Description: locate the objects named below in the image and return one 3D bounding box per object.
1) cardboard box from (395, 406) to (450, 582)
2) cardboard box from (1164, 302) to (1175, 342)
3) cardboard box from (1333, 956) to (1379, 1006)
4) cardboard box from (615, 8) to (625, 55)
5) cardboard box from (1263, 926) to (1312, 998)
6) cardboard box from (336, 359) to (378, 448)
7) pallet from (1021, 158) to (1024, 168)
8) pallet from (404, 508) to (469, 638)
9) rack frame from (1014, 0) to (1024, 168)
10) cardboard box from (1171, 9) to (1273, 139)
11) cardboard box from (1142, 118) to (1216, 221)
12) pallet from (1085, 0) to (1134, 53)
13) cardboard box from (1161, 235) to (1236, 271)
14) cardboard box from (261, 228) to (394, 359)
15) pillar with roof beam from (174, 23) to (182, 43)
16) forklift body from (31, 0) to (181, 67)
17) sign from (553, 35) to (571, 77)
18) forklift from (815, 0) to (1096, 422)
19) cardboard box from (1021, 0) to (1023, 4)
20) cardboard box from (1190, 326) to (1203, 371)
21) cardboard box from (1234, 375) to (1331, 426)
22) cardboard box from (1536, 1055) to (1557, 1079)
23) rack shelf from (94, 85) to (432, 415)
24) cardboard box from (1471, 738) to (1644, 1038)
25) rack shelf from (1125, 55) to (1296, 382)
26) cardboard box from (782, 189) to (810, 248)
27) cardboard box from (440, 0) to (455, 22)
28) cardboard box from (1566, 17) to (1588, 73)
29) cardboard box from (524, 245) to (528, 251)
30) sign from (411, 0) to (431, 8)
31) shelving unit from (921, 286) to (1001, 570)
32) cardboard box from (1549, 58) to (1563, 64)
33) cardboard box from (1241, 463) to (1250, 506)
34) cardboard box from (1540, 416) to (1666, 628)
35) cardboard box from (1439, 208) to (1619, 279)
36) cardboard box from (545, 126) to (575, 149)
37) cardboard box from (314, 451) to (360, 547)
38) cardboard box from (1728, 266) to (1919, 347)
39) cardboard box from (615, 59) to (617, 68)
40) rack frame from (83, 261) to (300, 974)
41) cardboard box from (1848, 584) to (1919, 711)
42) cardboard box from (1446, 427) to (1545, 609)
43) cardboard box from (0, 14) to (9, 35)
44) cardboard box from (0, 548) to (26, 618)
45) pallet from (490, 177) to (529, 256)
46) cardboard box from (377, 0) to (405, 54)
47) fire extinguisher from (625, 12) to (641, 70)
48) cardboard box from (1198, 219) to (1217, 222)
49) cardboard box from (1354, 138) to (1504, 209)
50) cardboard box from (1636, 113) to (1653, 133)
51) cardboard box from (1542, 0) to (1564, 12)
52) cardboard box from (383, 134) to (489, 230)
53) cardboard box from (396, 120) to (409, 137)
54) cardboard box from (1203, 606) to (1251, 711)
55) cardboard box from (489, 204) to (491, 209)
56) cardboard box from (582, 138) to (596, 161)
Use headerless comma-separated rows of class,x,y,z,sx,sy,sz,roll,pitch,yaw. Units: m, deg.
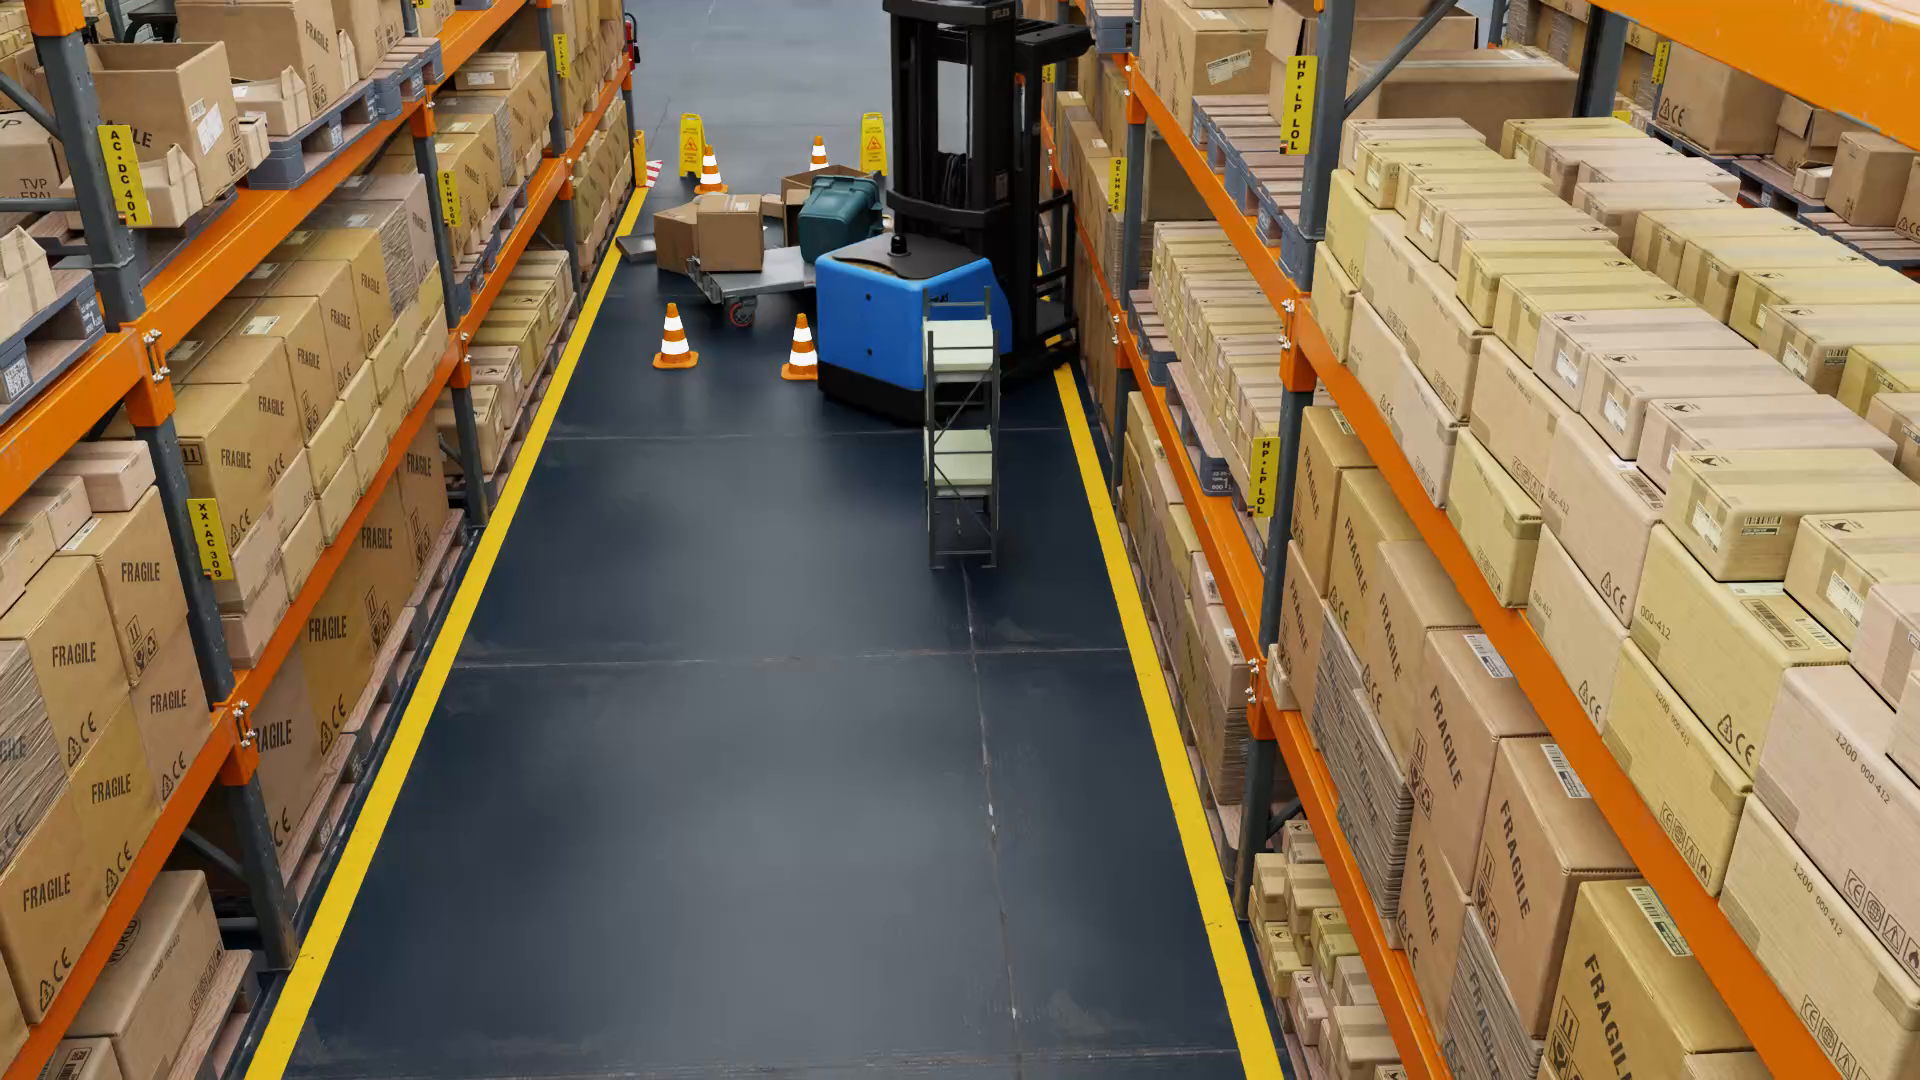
cardboard box,-3.508,-0.338,9.498,0.875,0.875,0.875,-2,28,-3
cardboard box,1.327,-1.196,9.117,0.380,0.149,0.250,0,28,0
cardboard box,1.550,1.608,5.908,0.380,0.149,0.250,-2,28,-4
cardboard box,-3.576,-5.042,16.243,0.500,0.500,0.500,-2,28,-4
cardboard box,1.397,1.643,6.485,0.380,0.149,0.250,-1,28,-1
cardboard box,-3.077,-0.640,7.855,0.500,0.250,0.500,-2,28,-4
pallet,1.179,-3.672,17.062,1.003,0.211,1.213,-1,28,-3
pallet,-3.496,0.187,9.662,1.003,0.211,1.213,-1,28,-3
rack frame,1.059,-5.276,17.121,1.000,3.000,0.127,-1,28,-3
cardboard box,1.305,-2.224,7.918,0.500,0.500,0.500,-1,28,-3
cardboard box,1.463,-2.276,10.181,0.700,0.500,0.500,-2,28,-3
pallet,1.390,-3.123,9.955,1.213,0.211,1.003,0,28,0
cardboard box,1.324,-1.578,9.205,0.380,0.149,0.250,-2,28,-4
cardboard box,-3.119,-1.204,8.125,0.500,0.500,0.500,-1,28,-3
pillar with roof beam,-5.714,-10.179,20.036,9.100,9.000,0.400,-1,28,-3
forklift body,-6.915,-3.780,15.171,2.313,2.155,1.214,-1,28,-3
sign,-3.116,-3.791,13.022,0.100,0.325,0.005,-1,28,-3
forklift,0.280,-2.736,12.327,1.130,2.935,3.031,21,34,34
cardboard box,1.040,-5.649,16.507,0.875,0.550,0.550,-1,28,-3
cardboard box,1.370,-0.965,8.352,0.380,0.149,0.250,-2,28,-3
cardboard box,1.429,-0.618,7.365,0.380,0.149,0.250,-1,28,-3
cardboard box,1.592,1.498,3.705,0.500,0.500,0.500,-2,28,-3
rack shelf,-3.357,-1.502,7.421,1.077,0.370,4.000,-1,28,-3
cardboard box,1.559,0.815,3.933,0.500,0.500,0.500,0,28,0
rack shelf,1.581,-1.668,7.740,1.077,0.370,4.000,-1,28,-3
cardboard box,-1.202,-2.881,15.083,0.797,0.637,0.503,-1,28,-3
cardboard box,-3.570,-3.494,10.351,0.797,0.503,0.637,-1,28,-3
cardboard box,6.162,-4.579,15.356,0.875,0.500,0.500,-1,28,-3
cardboard box,-3.970,-2.496,14.311,0.500,0.250,0.500,0,28,0
sign,-2.907,-3.019,8.906,0.100,0.325,0.005,-1,28,-3
shelving unit,0.000,-0.668,9.909,0.431,1.500,0.755,-1,28,-3
cardboard box,5.866,-4.523,15.950,0.380,0.149,0.250,-1,28,-3
cardboard box,1.442,-0.222,7.250,0.380,0.149,0.250,-1,28,-3
cardboard box,1.564,-0.051,3.482,0.500,0.250,0.500,-1,28,-2
cardboard box,1.511,-0.774,4.438,0.380,0.149,0.250,-2,28,-4
cardboard box,-3.366,-3.304,13.613,0.380,0.149,0.250,-2,28,-3
cardboard box,-3.051,-0.187,7.527,0.500,0.250,0.500,-2,28,-3
cardboard box,2.102,-0.545,3.998,0.380,0.149,0.250,-2,28,-4
cardboard box,-3.530,-4.597,16.092,0.380,0.149,0.250,-2,28,-4
rack frame,-3.253,0.432,6.177,1.000,3.000,0.127,-1,28,-3
cardboard box,1.647,0.189,2.590,0.380,0.149,0.250,-1,28,-2
cardboard box,1.512,-0.064,4.047,0.500,0.250,0.500,0,28,0
cardboard box,-8.525,-4.466,14.439,0.380,0.149,0.250,-1,28,-2
cardboard box,-2.979,0.148,4.832,0.380,0.149,0.250,-2,28,-3
pallet,-3.606,-2.243,11.514,1.003,0.211,1.213,-1,28,-3
cardboard box,-3.291,-2.806,8.578,0.797,0.503,0.637,-3,28,-6
fire extinguisher,-3.425,-5.139,16.943,0.296,0.674,0.183,-1,28,-3
cardboard box,1.723,-1.839,10.425,0.500,0.500,0.500,-1,28,-2
cardboard box,1.440,-1.129,5.118,0.380,0.149,0.250,-3,28,-5
cardboard box,5.921,-3.482,13.955,0.380,0.149,0.250,-1,28,-3
cardboard box,5.820,-5.246,15.553,0.500,0.500,0.500,-1,28,-3
cardboard box,-3.288,-2.231,10.400,0.500,0.500,0.500,0,28,0
cardboard box,-3.828,-2.452,10.824,0.500,0.500,0.500,-3,28,-6
cardboard box,1.394,0.518,7.451,0.500,0.250,0.500,-2,28,-4
cardboard box,-3.380,-2.270,11.175,0.380,0.149,0.250,0,28,-1
cardboard box,-3.407,-3.425,14.580,0.380,0.149,0.250,0,28,-1
